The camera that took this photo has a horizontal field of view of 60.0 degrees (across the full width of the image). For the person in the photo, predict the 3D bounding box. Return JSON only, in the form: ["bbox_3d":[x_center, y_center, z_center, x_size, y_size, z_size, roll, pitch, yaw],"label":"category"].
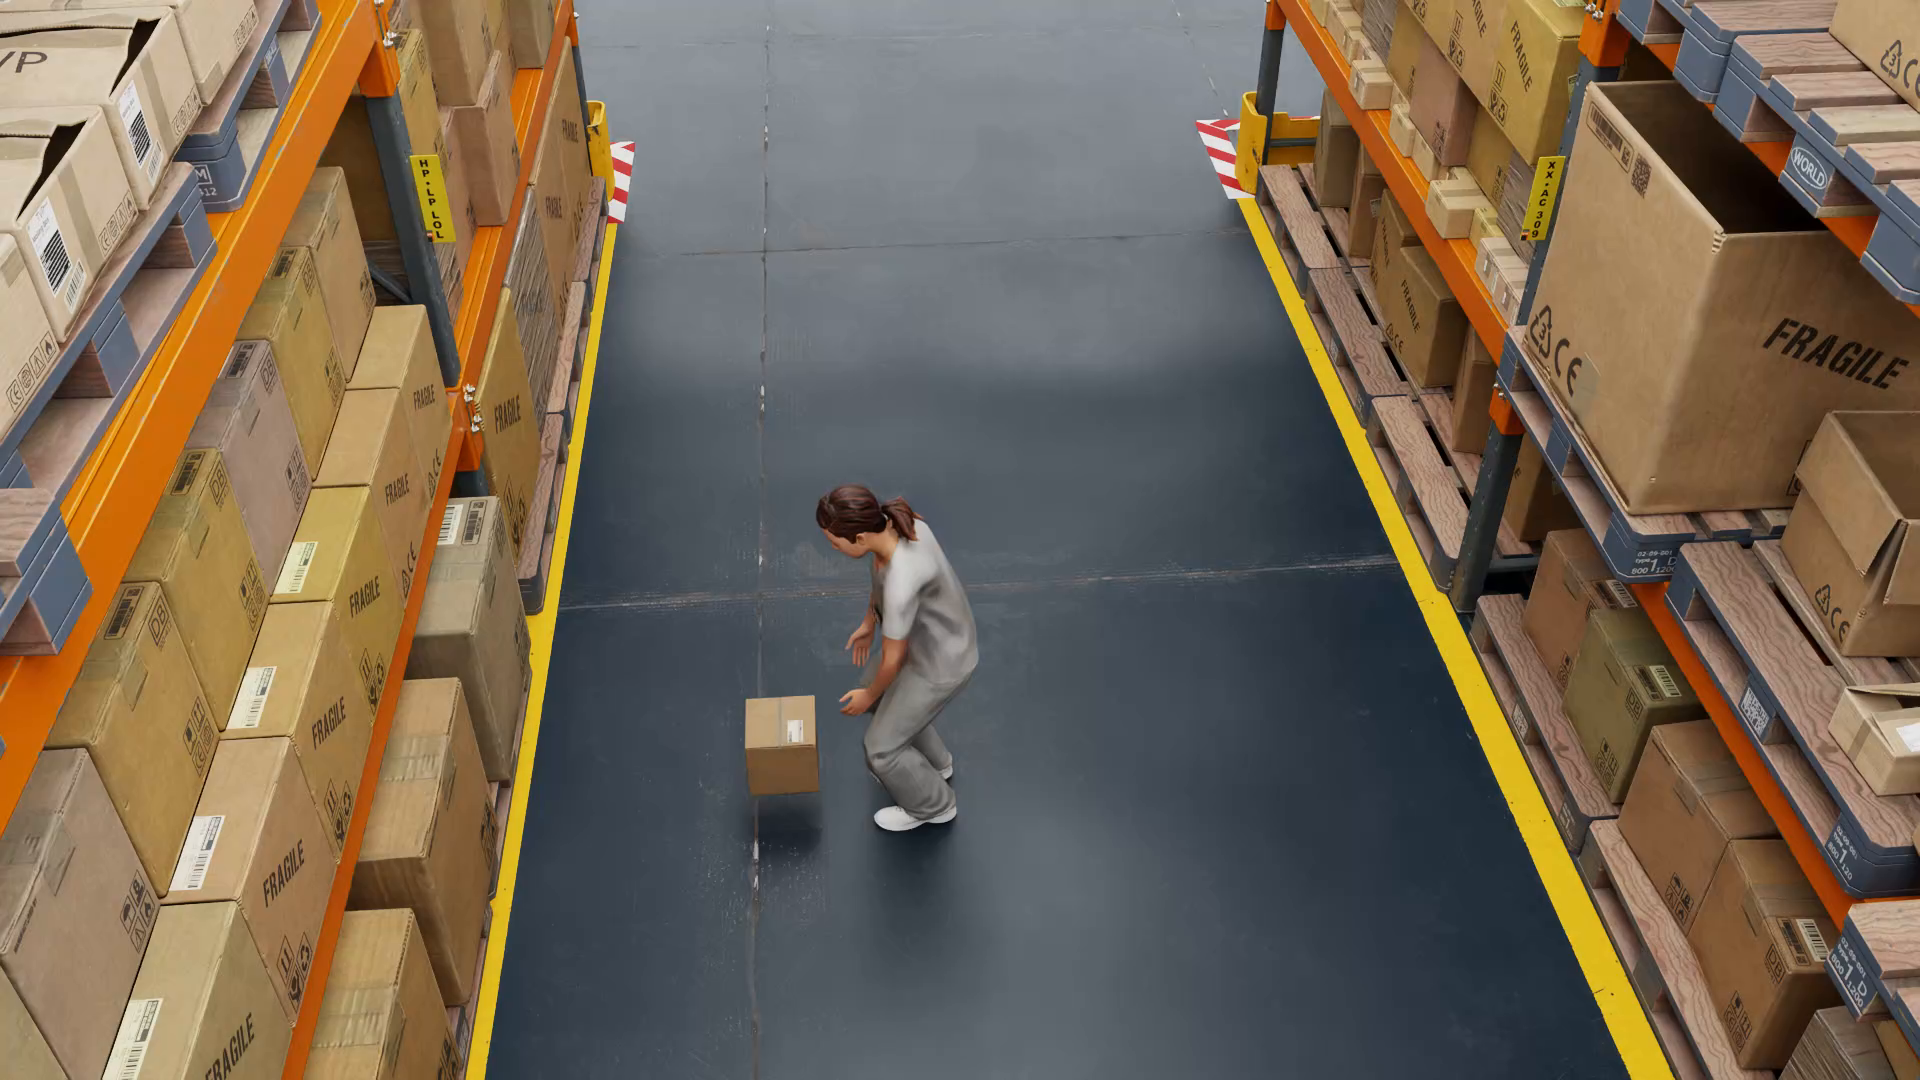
[{"bbox_3d":[-0.200,0.413,5.784,0.533,1.515,0.483,-3,39,-3],"label":"person"}]
